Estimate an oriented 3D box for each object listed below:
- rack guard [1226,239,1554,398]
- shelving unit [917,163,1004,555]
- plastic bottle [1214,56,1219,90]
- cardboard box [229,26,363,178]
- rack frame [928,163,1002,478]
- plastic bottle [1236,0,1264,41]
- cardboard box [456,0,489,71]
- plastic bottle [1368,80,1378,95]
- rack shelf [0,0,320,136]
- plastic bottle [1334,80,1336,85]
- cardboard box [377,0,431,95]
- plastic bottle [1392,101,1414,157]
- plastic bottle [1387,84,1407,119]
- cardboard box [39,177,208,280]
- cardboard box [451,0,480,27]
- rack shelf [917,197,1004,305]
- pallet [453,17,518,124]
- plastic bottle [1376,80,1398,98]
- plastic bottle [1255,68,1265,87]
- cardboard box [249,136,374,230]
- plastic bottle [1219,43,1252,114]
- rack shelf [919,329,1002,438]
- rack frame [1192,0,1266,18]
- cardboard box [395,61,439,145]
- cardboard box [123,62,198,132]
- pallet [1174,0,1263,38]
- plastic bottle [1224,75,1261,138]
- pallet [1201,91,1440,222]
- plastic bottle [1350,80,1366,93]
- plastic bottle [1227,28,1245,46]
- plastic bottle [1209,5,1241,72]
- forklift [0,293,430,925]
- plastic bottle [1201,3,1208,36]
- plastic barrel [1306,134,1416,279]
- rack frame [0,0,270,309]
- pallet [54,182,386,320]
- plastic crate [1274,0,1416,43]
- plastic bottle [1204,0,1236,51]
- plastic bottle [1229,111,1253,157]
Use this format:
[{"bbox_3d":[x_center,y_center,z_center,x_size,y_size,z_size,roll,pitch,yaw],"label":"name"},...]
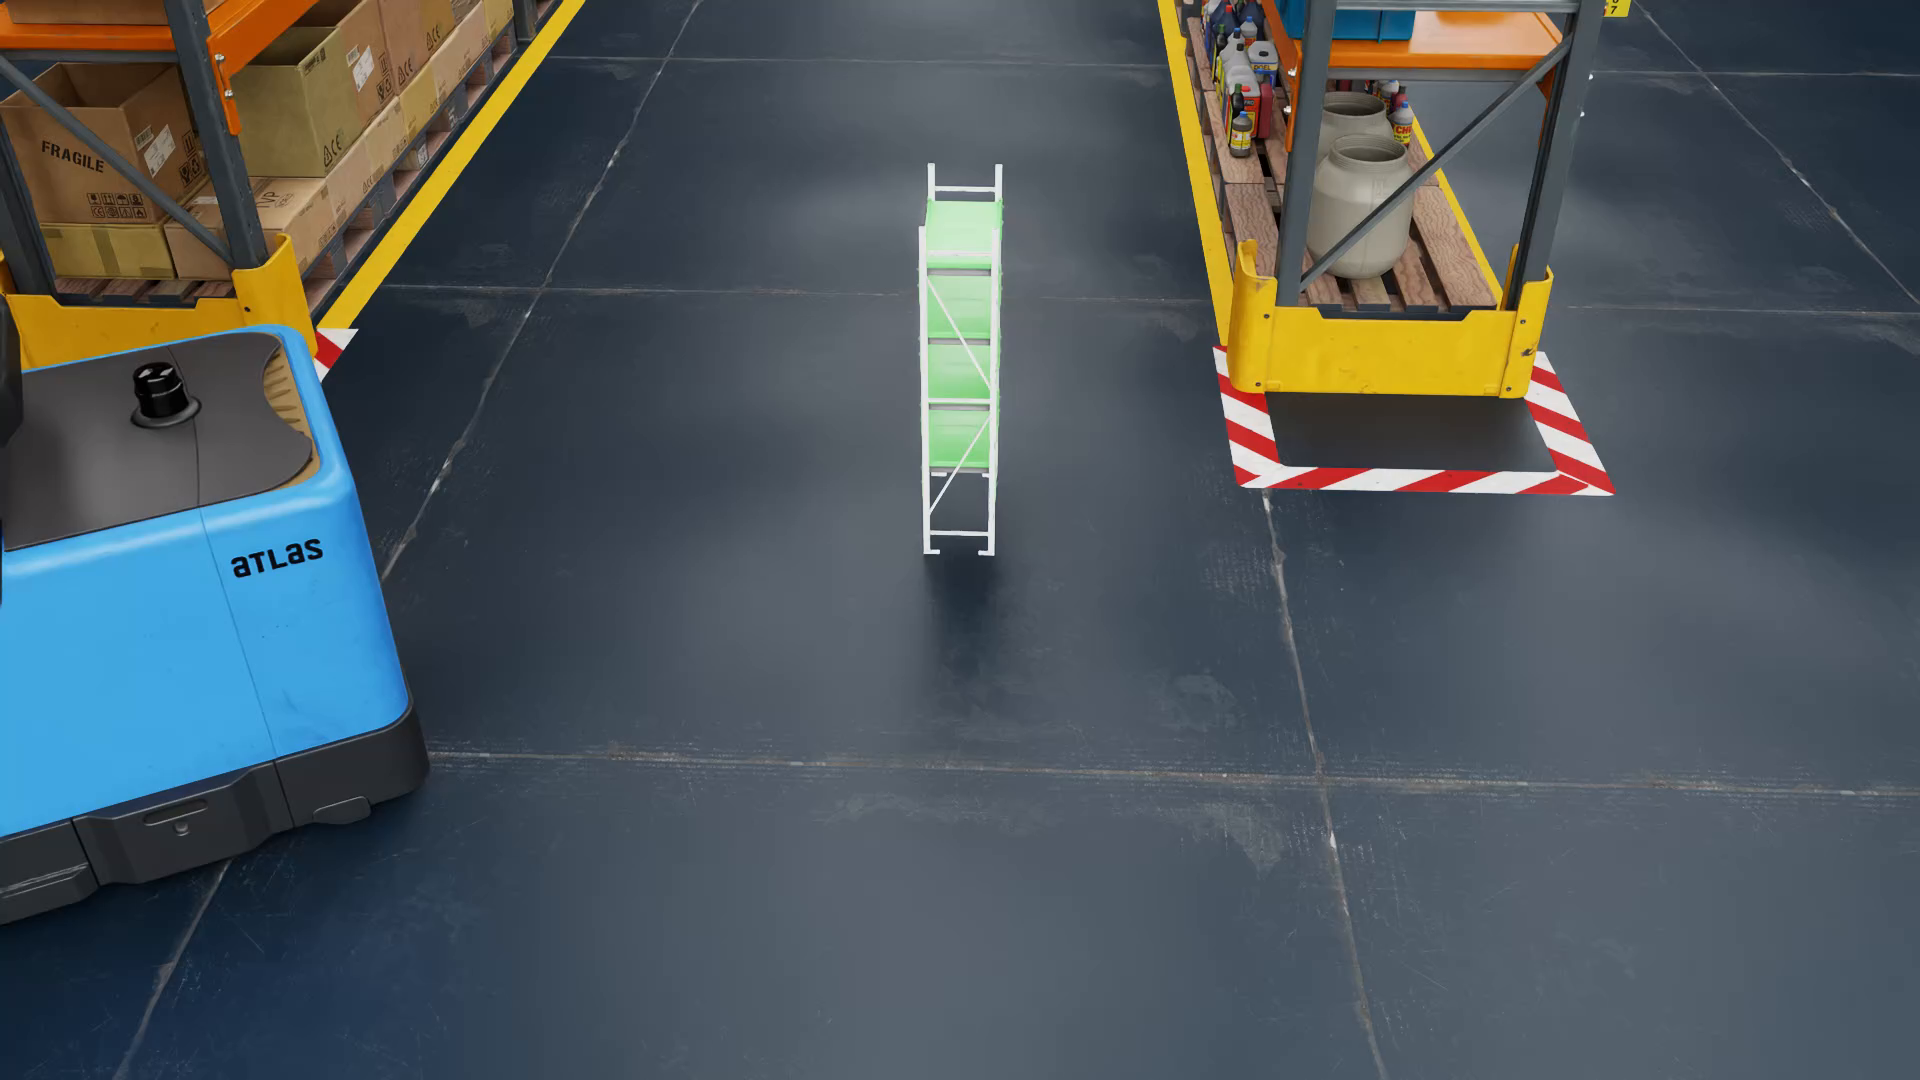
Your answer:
[{"bbox_3d":[1.670,-0.874,6.558,1.175,0.500,0.348,1,35,2],"label":"rack guard"},{"bbox_3d":[0.007,-0.586,5.540,0.258,1.200,0.503,1,35,2],"label":"shelving unit"},{"bbox_3d":[1.385,-2.460,8.693,0.097,0.201,0.097,0,35,0],"label":"plastic bottle"},{"bbox_3d":[-2.973,-1.912,7.236,0.500,0.500,0.500,1,35,2],"label":"cardboard box"},{"bbox_3d":[0.016,-0.726,5.740,0.240,1.200,0.015,1,35,2],"label":"rack frame"},{"bbox_3d":[1.572,-2.788,9.030,0.144,0.351,0.185,1,35,2],"label":"plastic bottle"},{"bbox_3d":[-2.905,-2.755,9.087,0.500,0.250,0.500,1,35,2],"label":"cardboard box"},{"bbox_3d":[2.124,-2.321,8.434,0.097,0.271,0.097,0,35,0],"label":"plastic bottle"},{"bbox_3d":[-3.155,-2.823,7.784,1.077,0.370,4.000,1,35,2],"label":"rack shelf"},{"bbox_3d":[2.013,-2.534,8.726,0.061,0.283,0.133,1,35,2],"label":"plastic bottle"},{"bbox_3d":[-2.929,-2.487,8.053,0.500,0.500,0.500,1,35,2],"label":"cardboard box"},{"bbox_3d":[2.098,-1.950,7.906,0.097,0.271,0.097,0,35,0],"label":"plastic bottle"},{"bbox_3d":[2.125,-2.084,8.087,0.061,0.283,0.133,2,35,3],"label":"plastic bottle"},{"bbox_3d":[-3.509,-1.330,7.060,0.500,0.250,0.500,1,35,2],"label":"cardboard box"},{"bbox_3d":[-2.907,-3.062,8.871,0.500,0.500,0.500,1,35,2],"label":"cardboard box"},{"bbox_3d":[0.007,-0.926,5.301,0.258,0.148,0.480,1,35,2],"label":"rack shelf"},{"bbox_3d":[-3.148,-2.670,9.365,1.003,0.211,1.213,1,35,2],"label":"pallet"},{"bbox_3d":[2.116,-2.204,8.268,0.097,0.271,0.097,0,35,0],"label":"plastic bottle"},{"bbox_3d":[1.518,-2.294,8.456,0.097,0.201,0.097,0,35,0],"label":"plastic bottle"},{"bbox_3d":[-2.975,-1.605,7.452,0.500,0.250,0.500,1,35,2],"label":"cardboard box"},{"bbox_3d":[1.395,-2.332,8.381,0.144,0.351,0.185,3,35,4],"label":"plastic bottle"},{"bbox_3d":[0.007,-0.534,5.577,0.258,0.148,0.480,1,35,2],"label":"rack shelf"},{"bbox_3d":[1.875,-4.150,9.046,1.000,3.000,0.127,1,35,2],"label":"rack frame"},{"bbox_3d":[-2.930,-2.180,8.269,0.500,0.250,0.500,1,35,2],"label":"cardboard box"},{"bbox_3d":[-3.486,-2.212,7.662,0.500,0.500,0.500,1,35,2],"label":"cardboard box"},{"bbox_3d":[1.867,-3.461,10.491,1.003,0.211,1.213,1,35,2],"label":"pallet"},{"bbox_3d":[1.387,-2.127,8.154,0.152,0.276,0.135,2,35,2],"label":"plastic bottle"},{"bbox_3d":[1.760,-1.921,8.300,1.003,0.211,1.213,1,35,2],"label":"pallet"},{"bbox_3d":[2.105,-2.450,8.613,0.152,0.276,0.135,2,35,3],"label":"plastic bottle"},{"bbox_3d":[1.451,-2.566,8.782,0.097,0.271,0.097,0,35,0],"label":"plastic bottle"},{"bbox_3d":[1.420,-2.683,8.881,0.144,0.351,0.185,0,35,0],"label":"plastic bottle"},{"bbox_3d":[-3.055,-0.345,3.691,3.031,2.935,1.130,-16,38,-21],"label":"forklift"},{"bbox_3d":[1.420,-2.954,9.395,0.097,0.201,0.097,0,35,0],"label":"plastic bottle"},{"bbox_3d":[1.664,-1.385,6.911,0.421,0.512,0.421,0,35,0],"label":"plastic barrel"},{"bbox_3d":[-3.235,-1.968,5.942,1.000,3.000,0.127,1,35,2],"label":"rack frame"},{"bbox_3d":[-3.246,-1.268,7.370,1.003,0.211,1.213,1,35,2],"label":"pallet"},{"bbox_3d":[1.435,-2.085,6.238,0.499,0.251,0.616,1,35,2],"label":"plastic crate"},{"bbox_3d":[1.438,-2.856,9.191,0.152,0.276,0.135,3,35,4],"label":"plastic bottle"},{"bbox_3d":[1.350,-1.952,7.970,0.097,0.201,0.097,0,35,0],"label":"plastic bottle"}]
